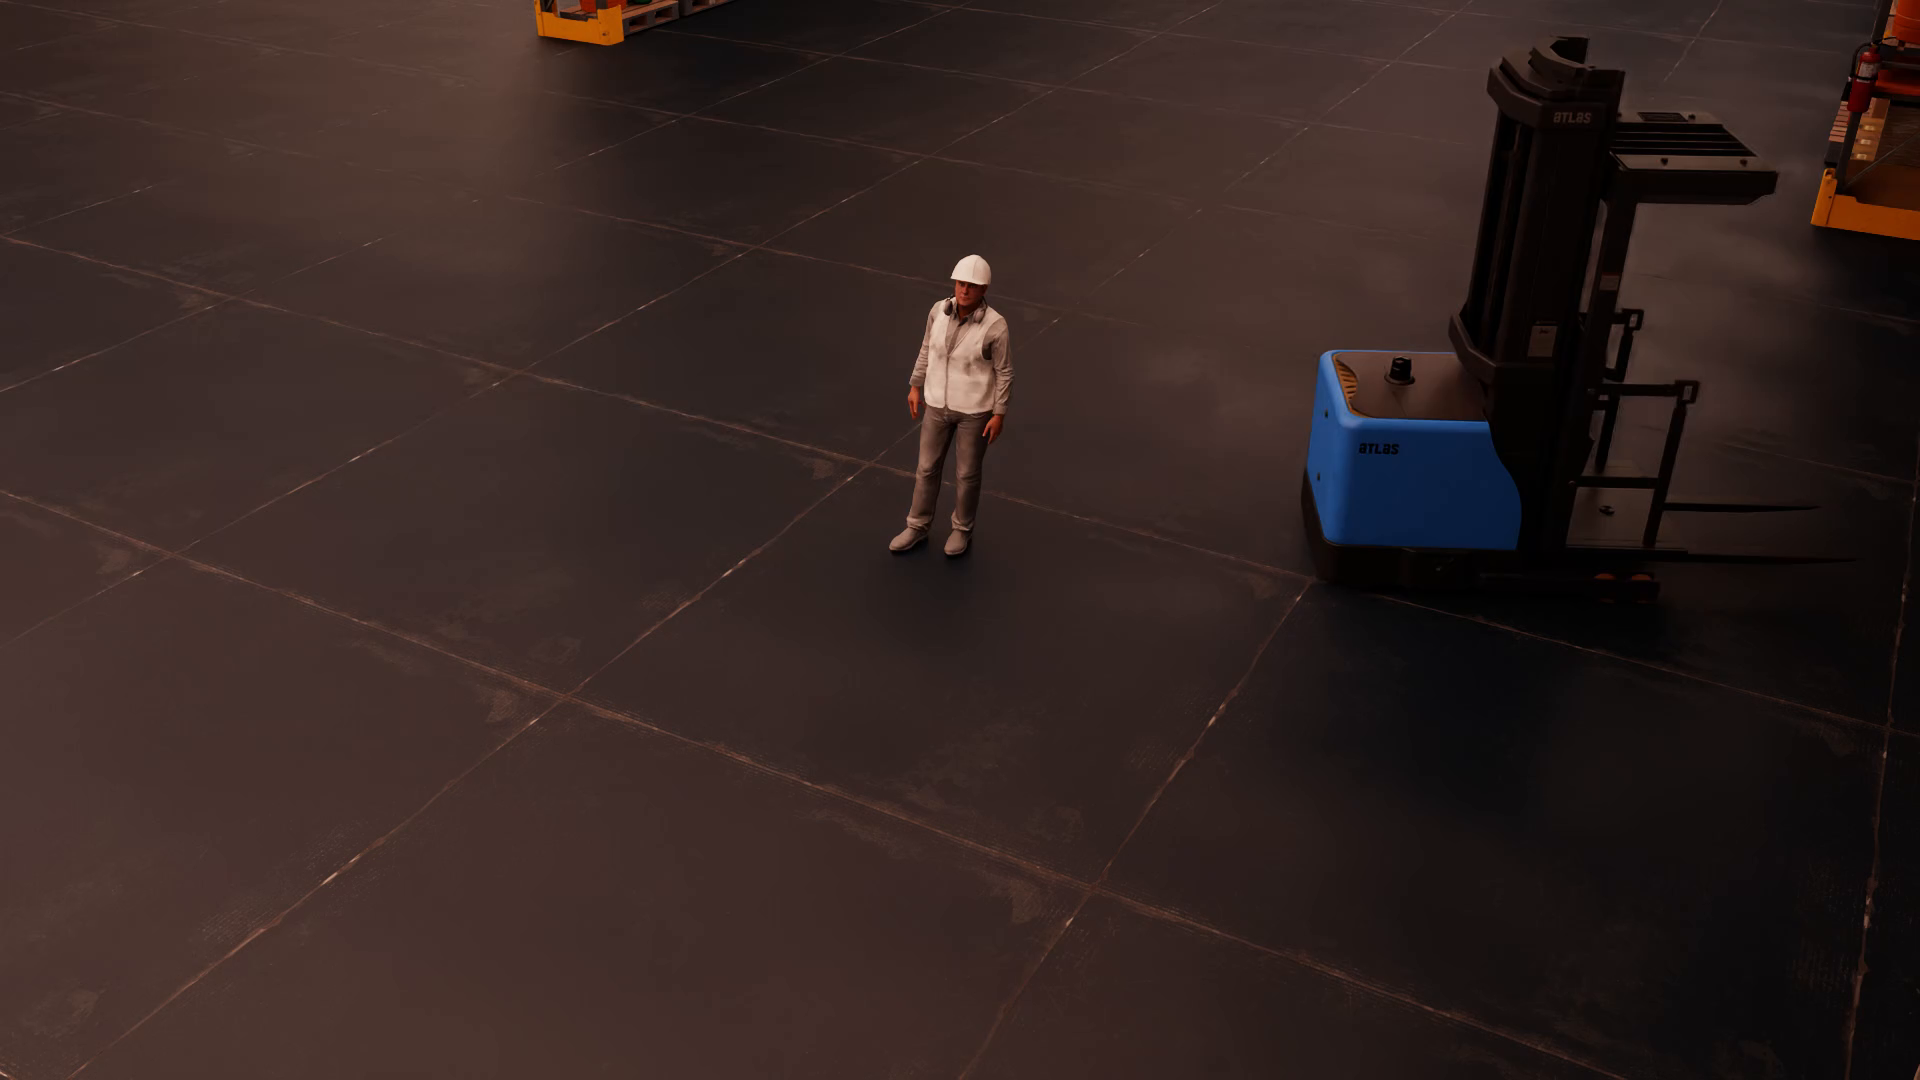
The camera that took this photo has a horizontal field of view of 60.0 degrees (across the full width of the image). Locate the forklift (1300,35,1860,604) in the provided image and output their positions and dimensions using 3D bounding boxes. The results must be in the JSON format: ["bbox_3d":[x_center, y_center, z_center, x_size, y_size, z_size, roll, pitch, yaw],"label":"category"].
[{"bbox_3d":[3.588,-1.184,9.122,3.031,2.935,1.130,2,30,3],"label":"forklift"}]

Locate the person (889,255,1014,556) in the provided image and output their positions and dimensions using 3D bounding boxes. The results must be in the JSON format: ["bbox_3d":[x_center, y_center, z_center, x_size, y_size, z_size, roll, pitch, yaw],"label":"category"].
[{"bbox_3d":[-0.040,-0.751,9.514,0.624,1.773,0.568,15,33,25],"label":"person"}]
